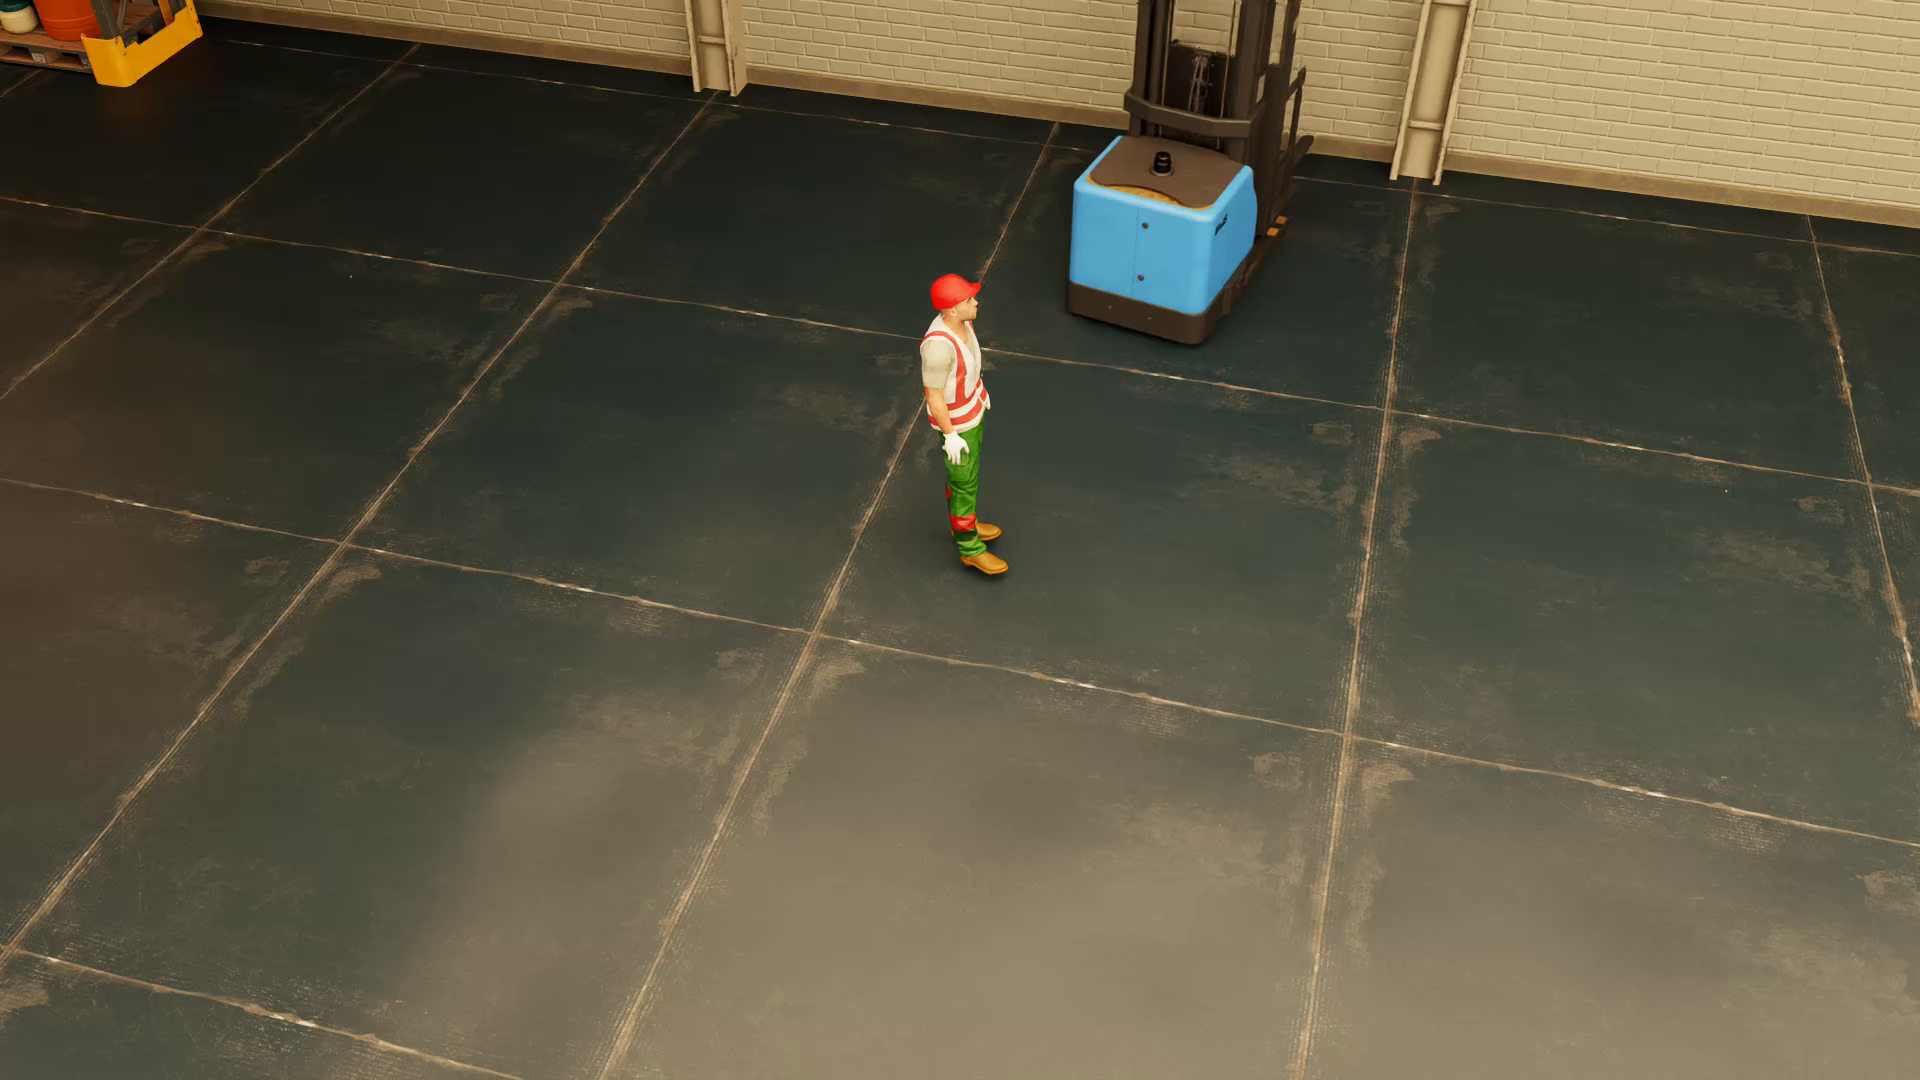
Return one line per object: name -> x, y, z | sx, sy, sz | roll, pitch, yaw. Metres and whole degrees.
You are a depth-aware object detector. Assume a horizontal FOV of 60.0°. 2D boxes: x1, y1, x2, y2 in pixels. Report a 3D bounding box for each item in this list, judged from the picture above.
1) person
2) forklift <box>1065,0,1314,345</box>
person -> 0.075, -0.687, 9.441 | 0.561, 1.789, 0.638 | 10, 42, 11
forklift -> 1.878, -3.422, 11.765 | 1.130, 2.935, 3.031 | 19, 45, 20
